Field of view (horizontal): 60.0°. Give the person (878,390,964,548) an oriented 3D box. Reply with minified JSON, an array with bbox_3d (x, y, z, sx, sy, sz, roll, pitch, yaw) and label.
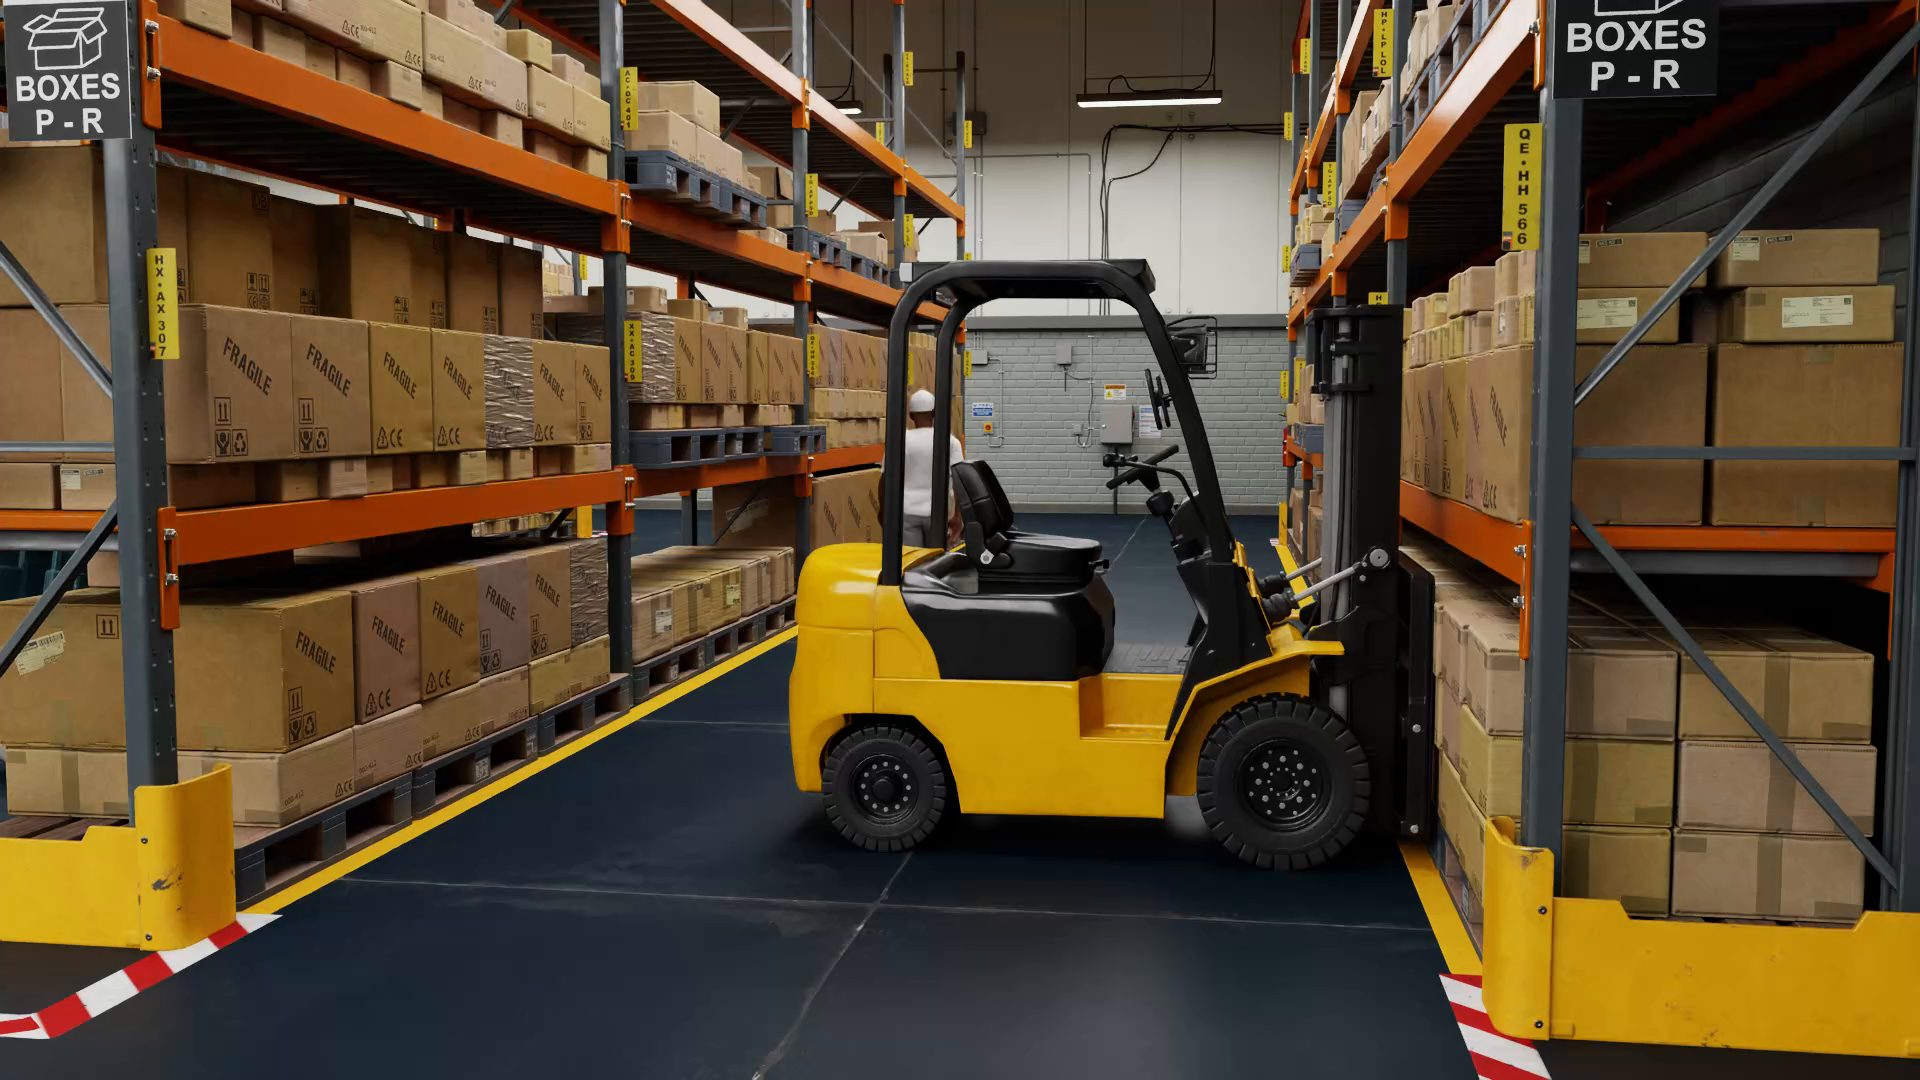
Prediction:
[{"bbox_3d":[-0.305,-0.196,11.778,0.575,1.728,0.872,-1,5,-15],"label":"person"}]
